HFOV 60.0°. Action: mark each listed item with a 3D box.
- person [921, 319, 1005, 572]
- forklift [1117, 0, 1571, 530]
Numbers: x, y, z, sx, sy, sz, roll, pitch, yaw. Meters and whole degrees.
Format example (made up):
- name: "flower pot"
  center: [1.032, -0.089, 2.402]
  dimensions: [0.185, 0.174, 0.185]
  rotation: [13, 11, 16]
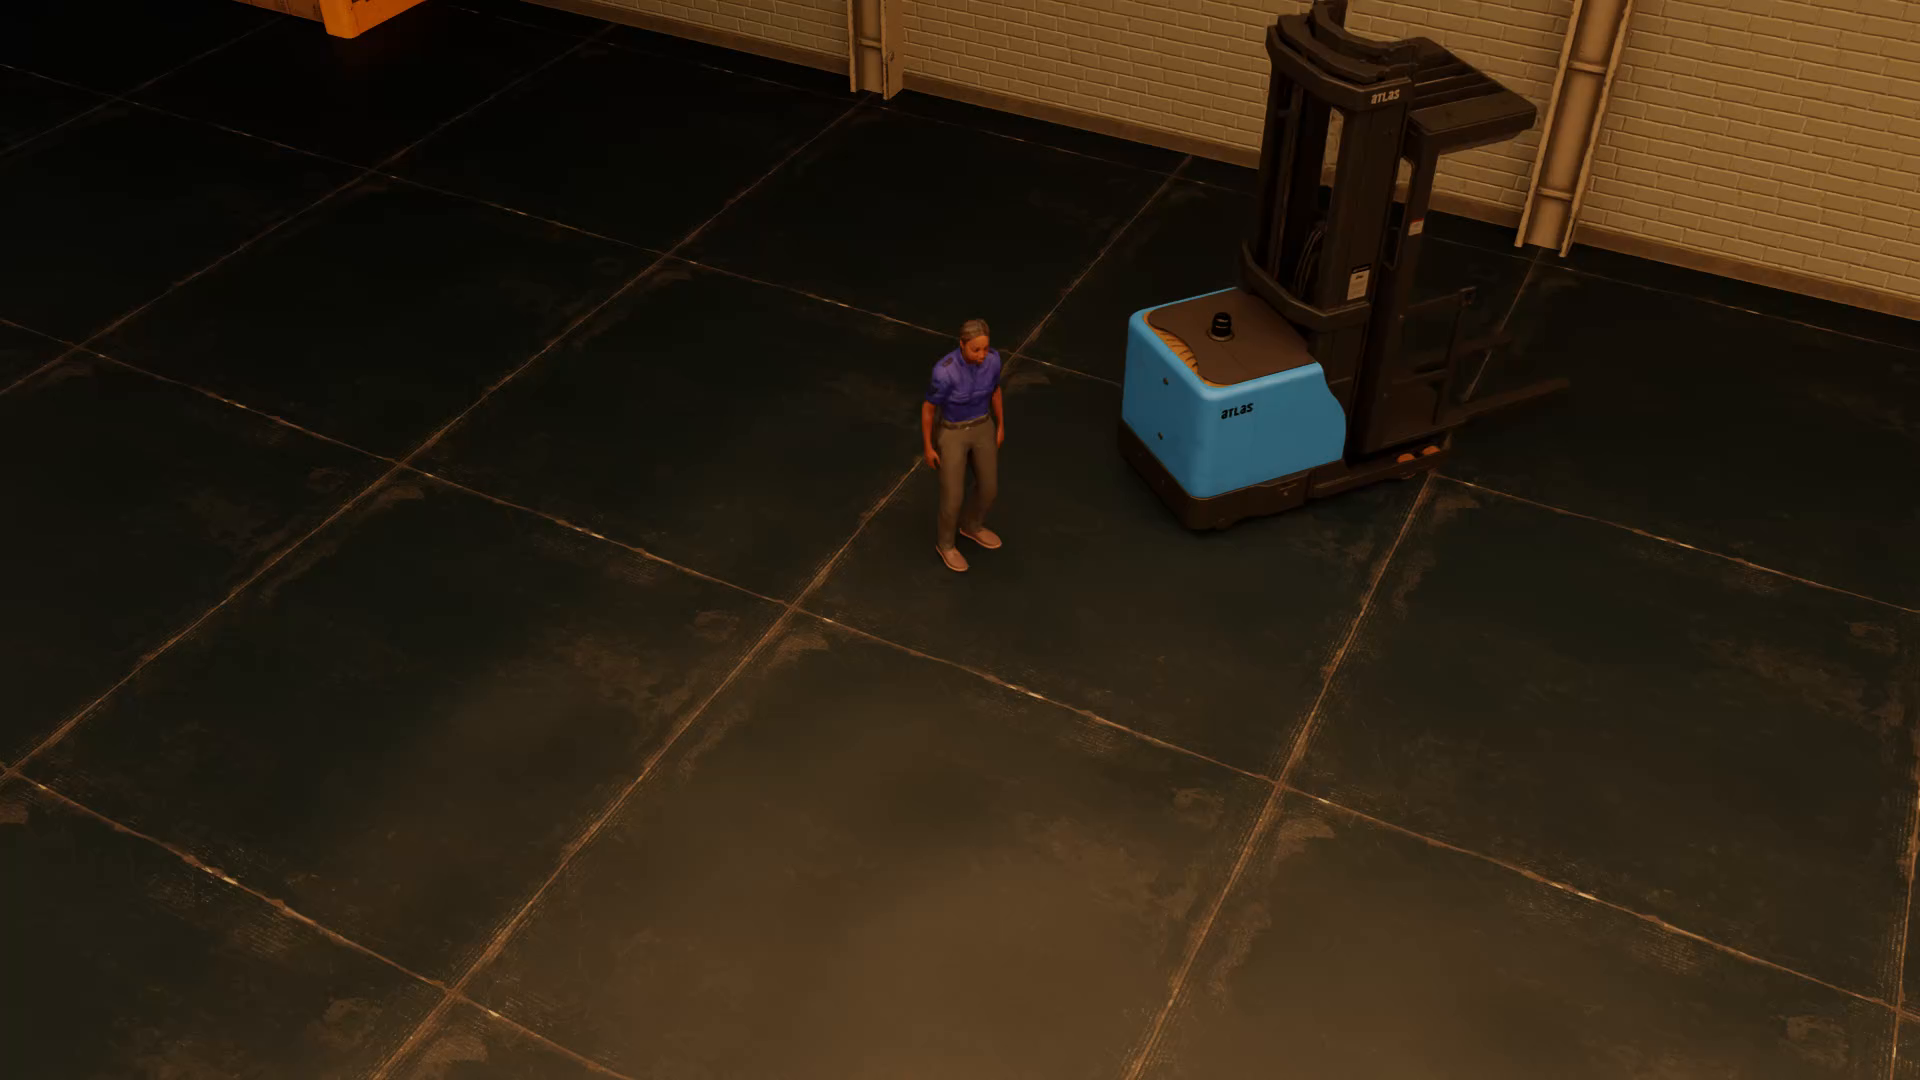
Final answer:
- name: "person"
  center: [0.045, -0.575, 9.675]
  dimensions: [0.547, 1.639, 0.400]
  rotation: [-17, 43, -20]
- name: "forklift"
  center: [2.591, -1.809, 10.134]
  dimensions: [3.031, 2.935, 1.130]
  rotation: [-16, 43, -18]
